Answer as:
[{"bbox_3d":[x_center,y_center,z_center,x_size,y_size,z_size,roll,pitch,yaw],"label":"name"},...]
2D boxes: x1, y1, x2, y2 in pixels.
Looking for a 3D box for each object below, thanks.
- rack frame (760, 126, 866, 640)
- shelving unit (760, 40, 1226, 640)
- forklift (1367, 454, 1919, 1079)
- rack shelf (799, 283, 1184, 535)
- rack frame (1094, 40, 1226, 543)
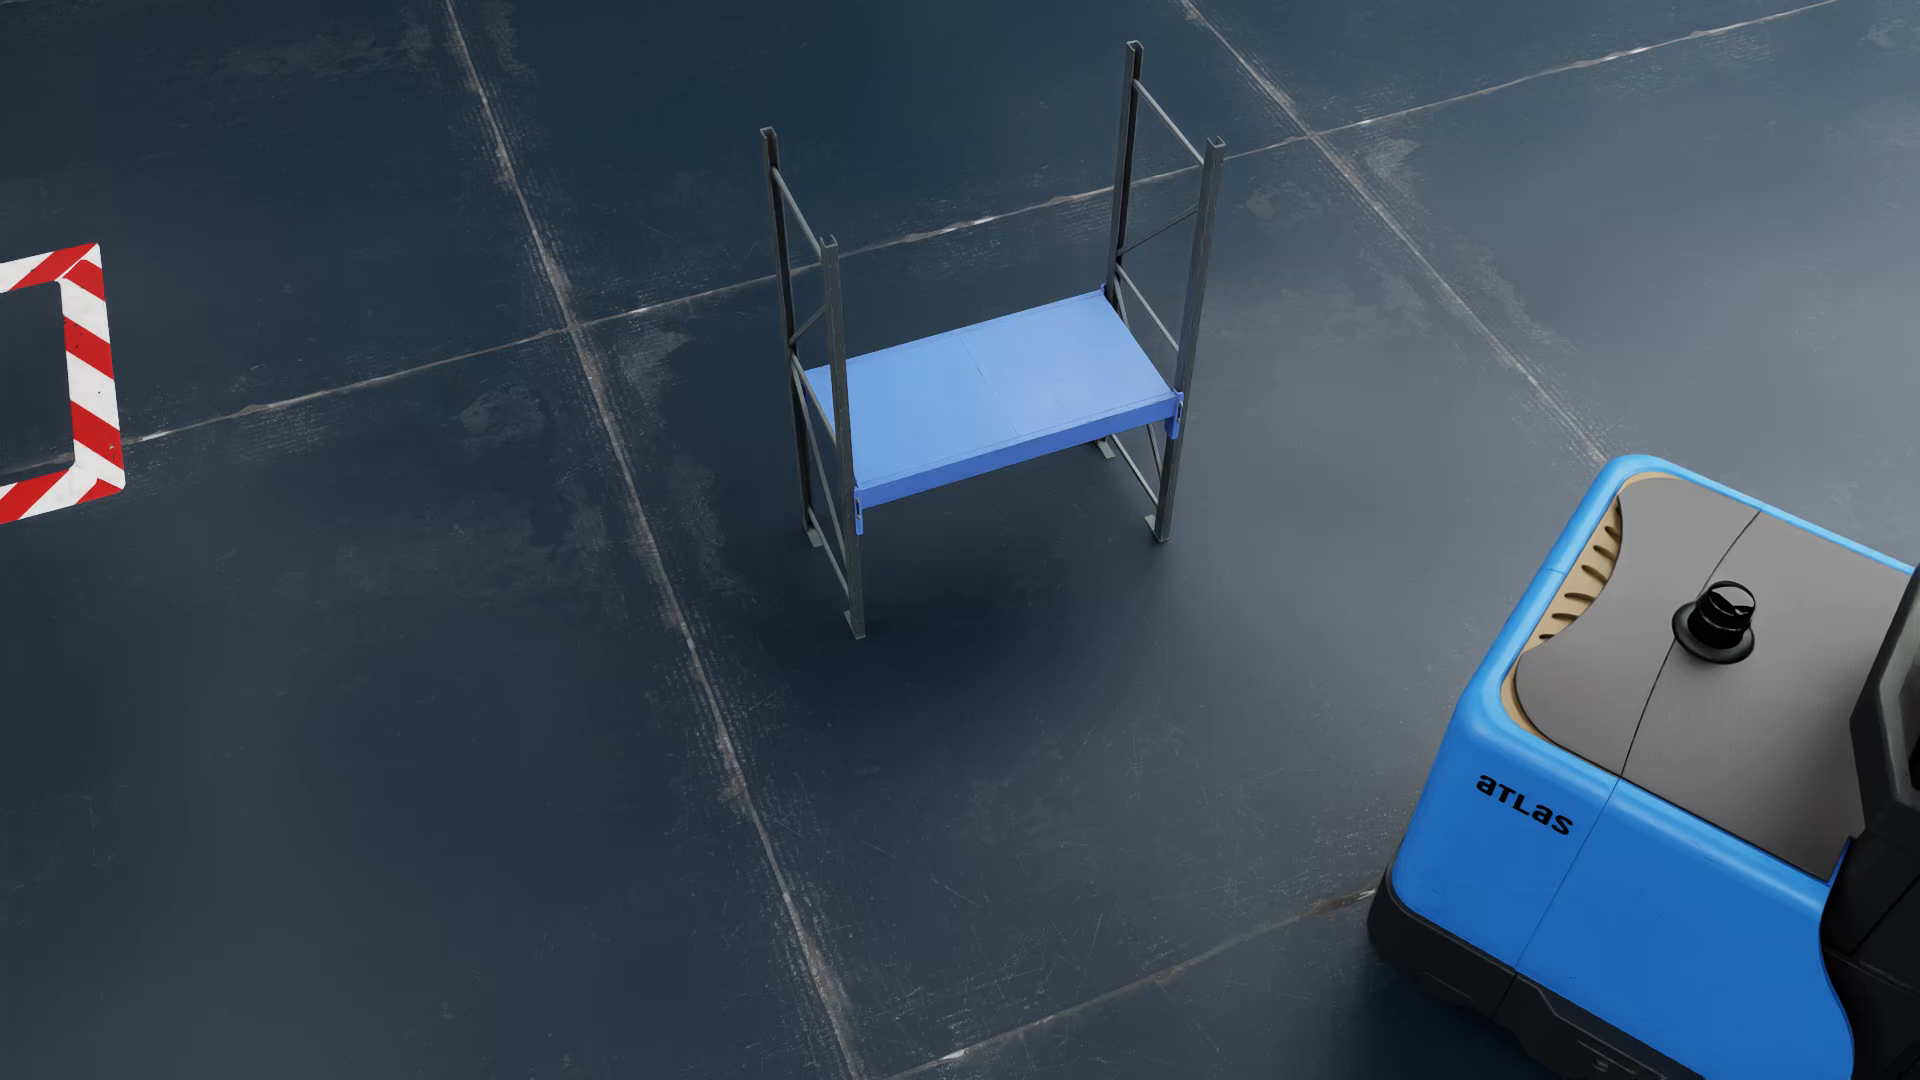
[{"bbox_3d":[-0.392,-0.367,4.577,0.032,1.500,0.500,-17,52,-14],"label":"rack frame"},{"bbox_3d":[0.079,-0.513,4.702,1.048,1.500,0.538,-17,52,-14],"label":"shelving unit"},{"bbox_3d":[2.550,0.456,2.927,3.031,2.935,1.130,28,55,22],"label":"forklift"},{"bbox_3d":[0.079,-0.396,4.839,1.000,0.185,0.538,-17,52,-14],"label":"rack shelf"},{"bbox_3d":[0.550,-0.659,4.827,0.032,1.500,0.500,-17,52,-14],"label":"rack frame"}]
